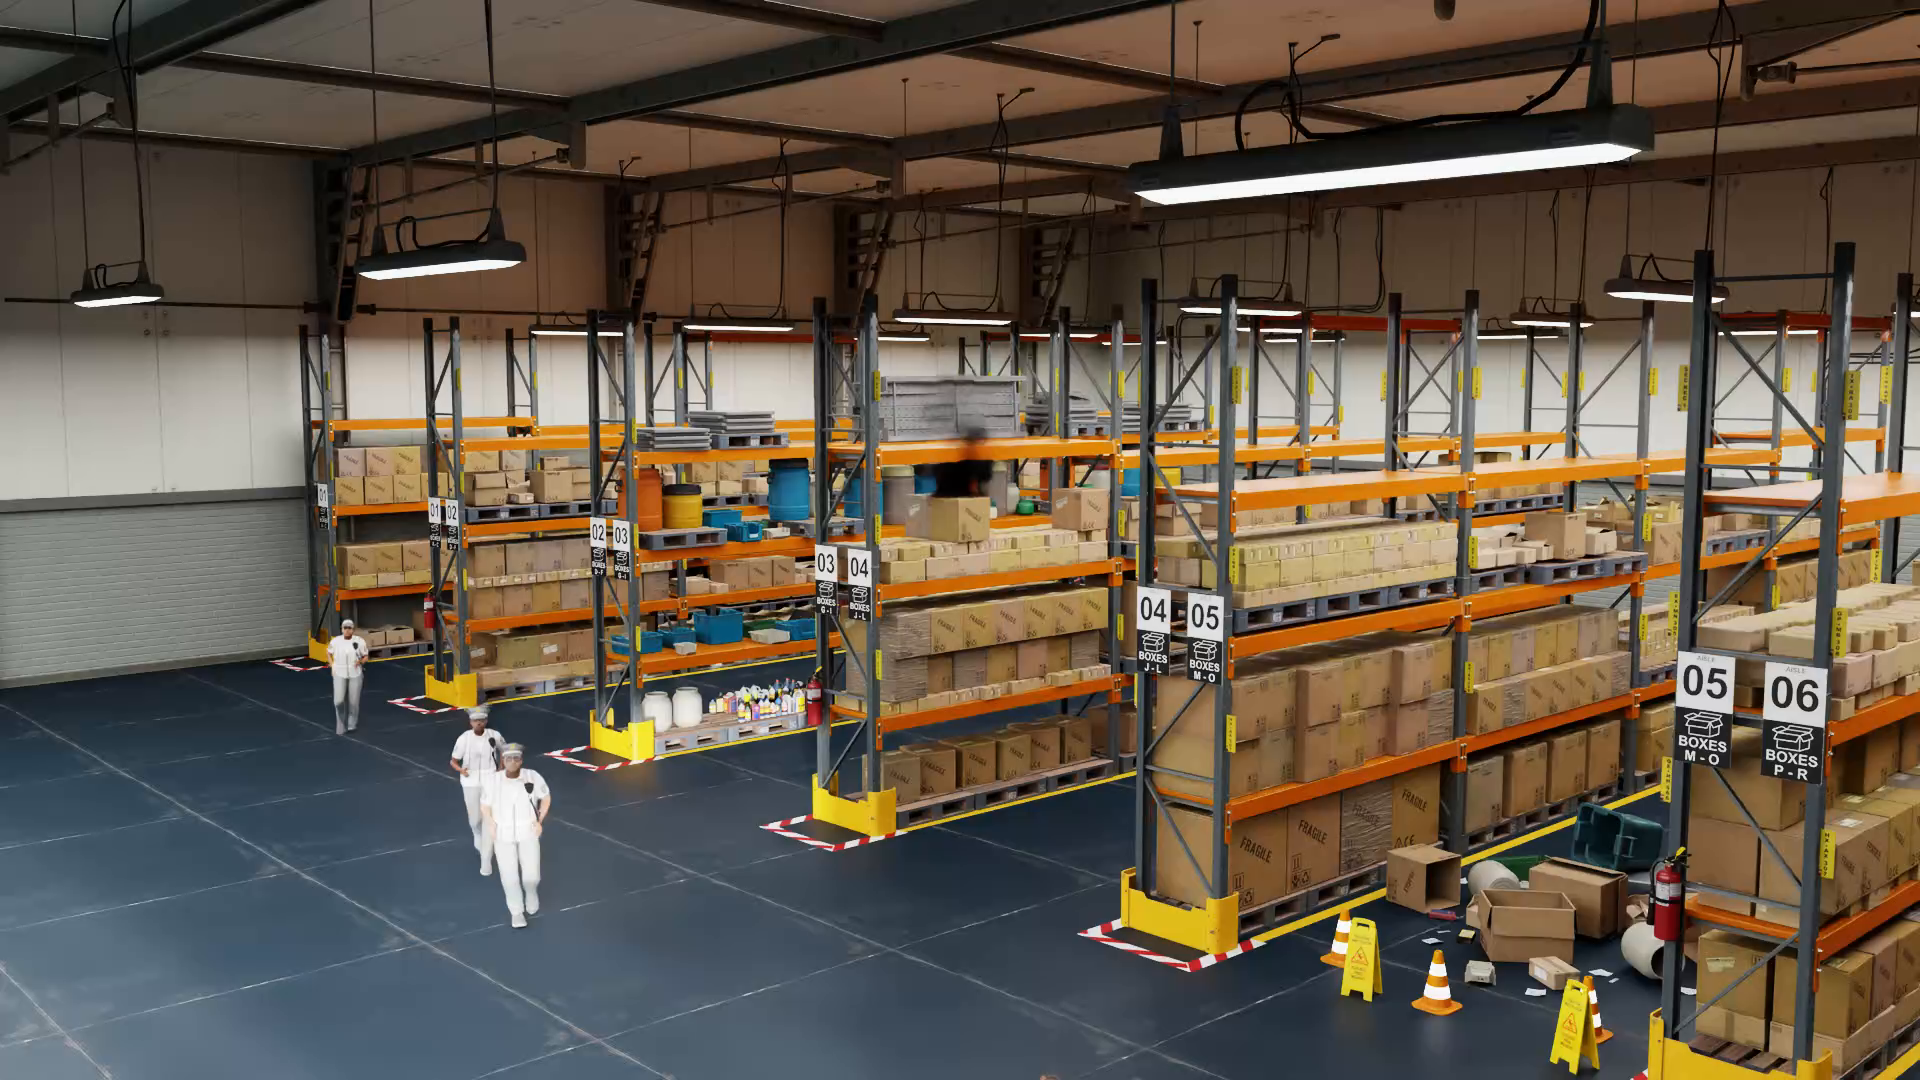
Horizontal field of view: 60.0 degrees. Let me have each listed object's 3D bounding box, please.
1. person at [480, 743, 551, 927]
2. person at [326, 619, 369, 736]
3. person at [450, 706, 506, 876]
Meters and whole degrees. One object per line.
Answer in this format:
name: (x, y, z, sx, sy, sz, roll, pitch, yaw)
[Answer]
person: (-4.133, 2.739, 15.489, 0.640, 1.730, 0.574, -1, 6, -13)
person: (-8.722, 1.961, 23.700, 0.578, 1.666, 0.660, -2, 6, -19)
person: (-5.014, 2.567, 17.385, 0.587, 1.687, 0.909, -1, 6, -14)
